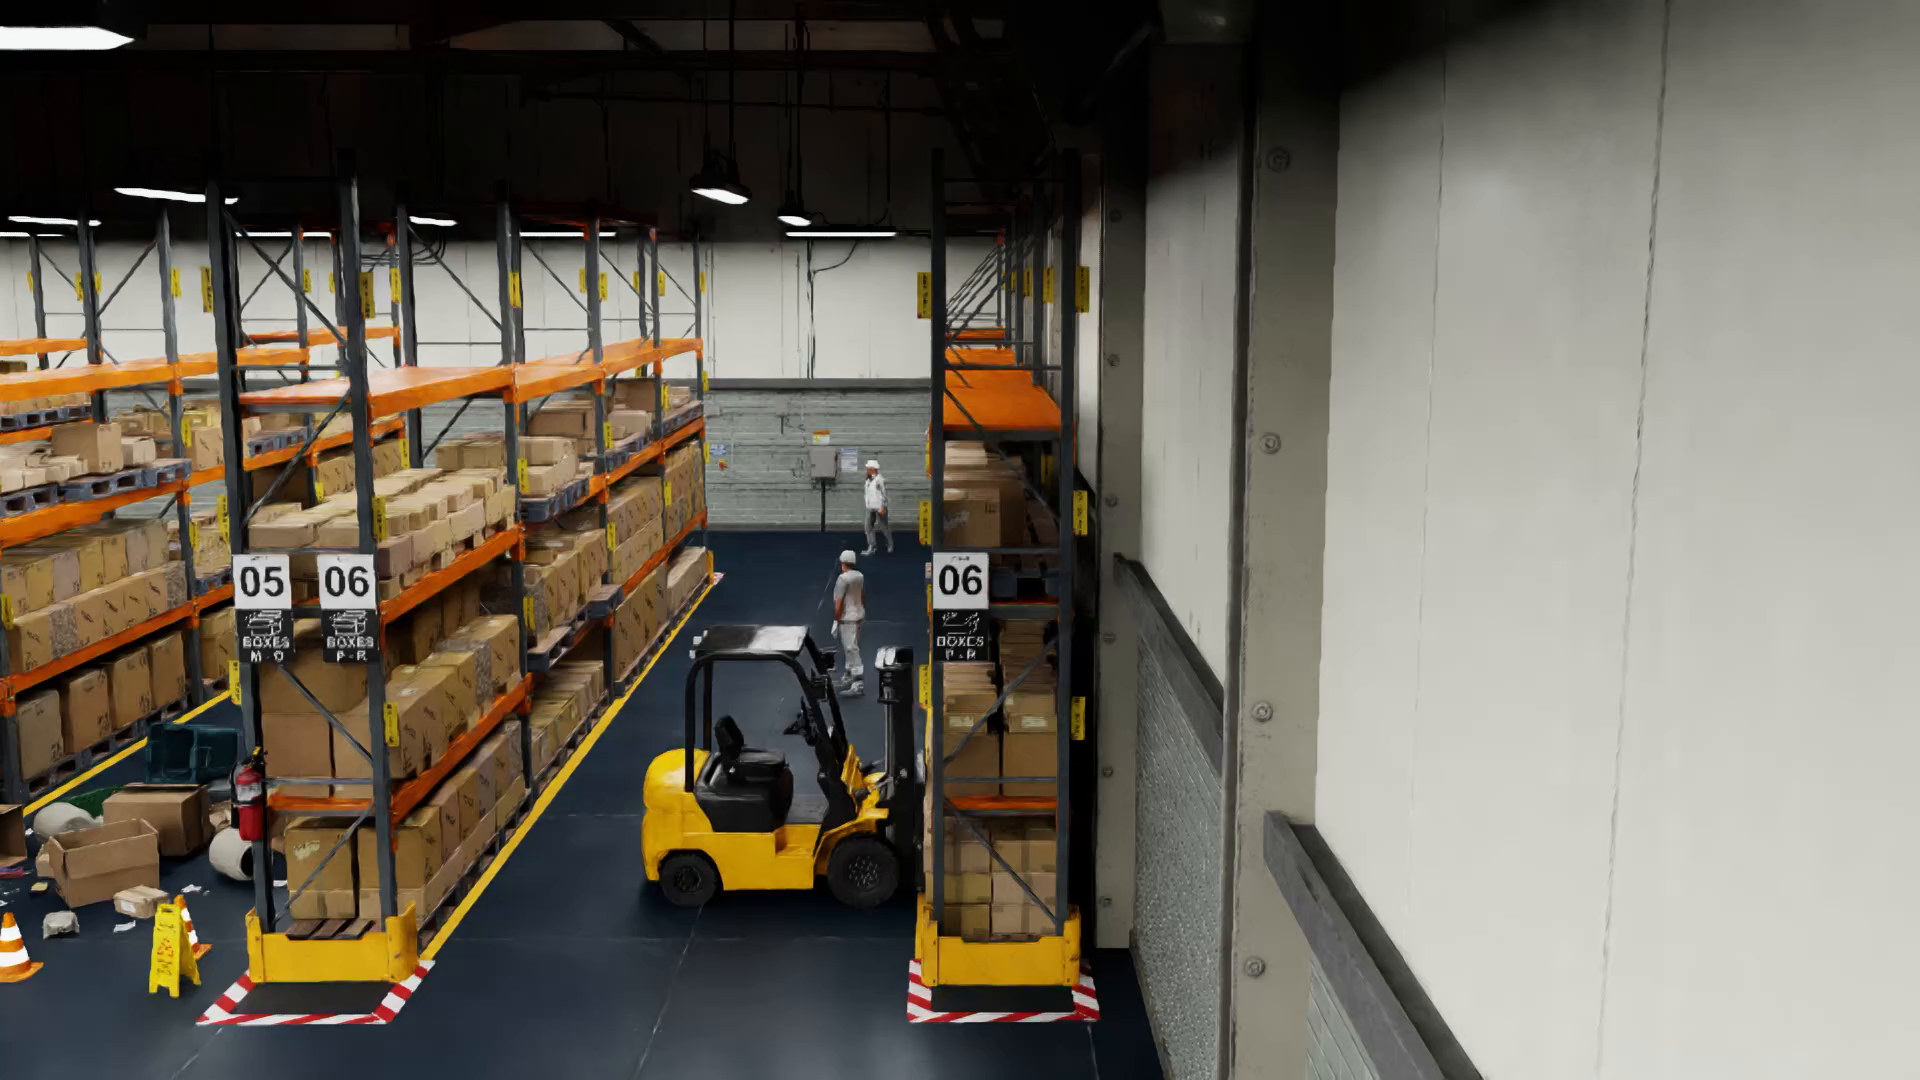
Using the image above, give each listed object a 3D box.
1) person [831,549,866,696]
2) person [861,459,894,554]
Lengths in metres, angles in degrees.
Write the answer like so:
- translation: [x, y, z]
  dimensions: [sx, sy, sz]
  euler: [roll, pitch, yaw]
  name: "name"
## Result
- translation: [-1.396, 0.995, 20.563]
  dimensions: [0.583, 1.786, 0.658]
  euler: [4, 10, 22]
  name: "person"
- translation: [-1.528, -0.617, 30.796]
  dimensions: [0.589, 1.765, 0.560]
  euler: [-8, 12, -41]
  name: "person"
